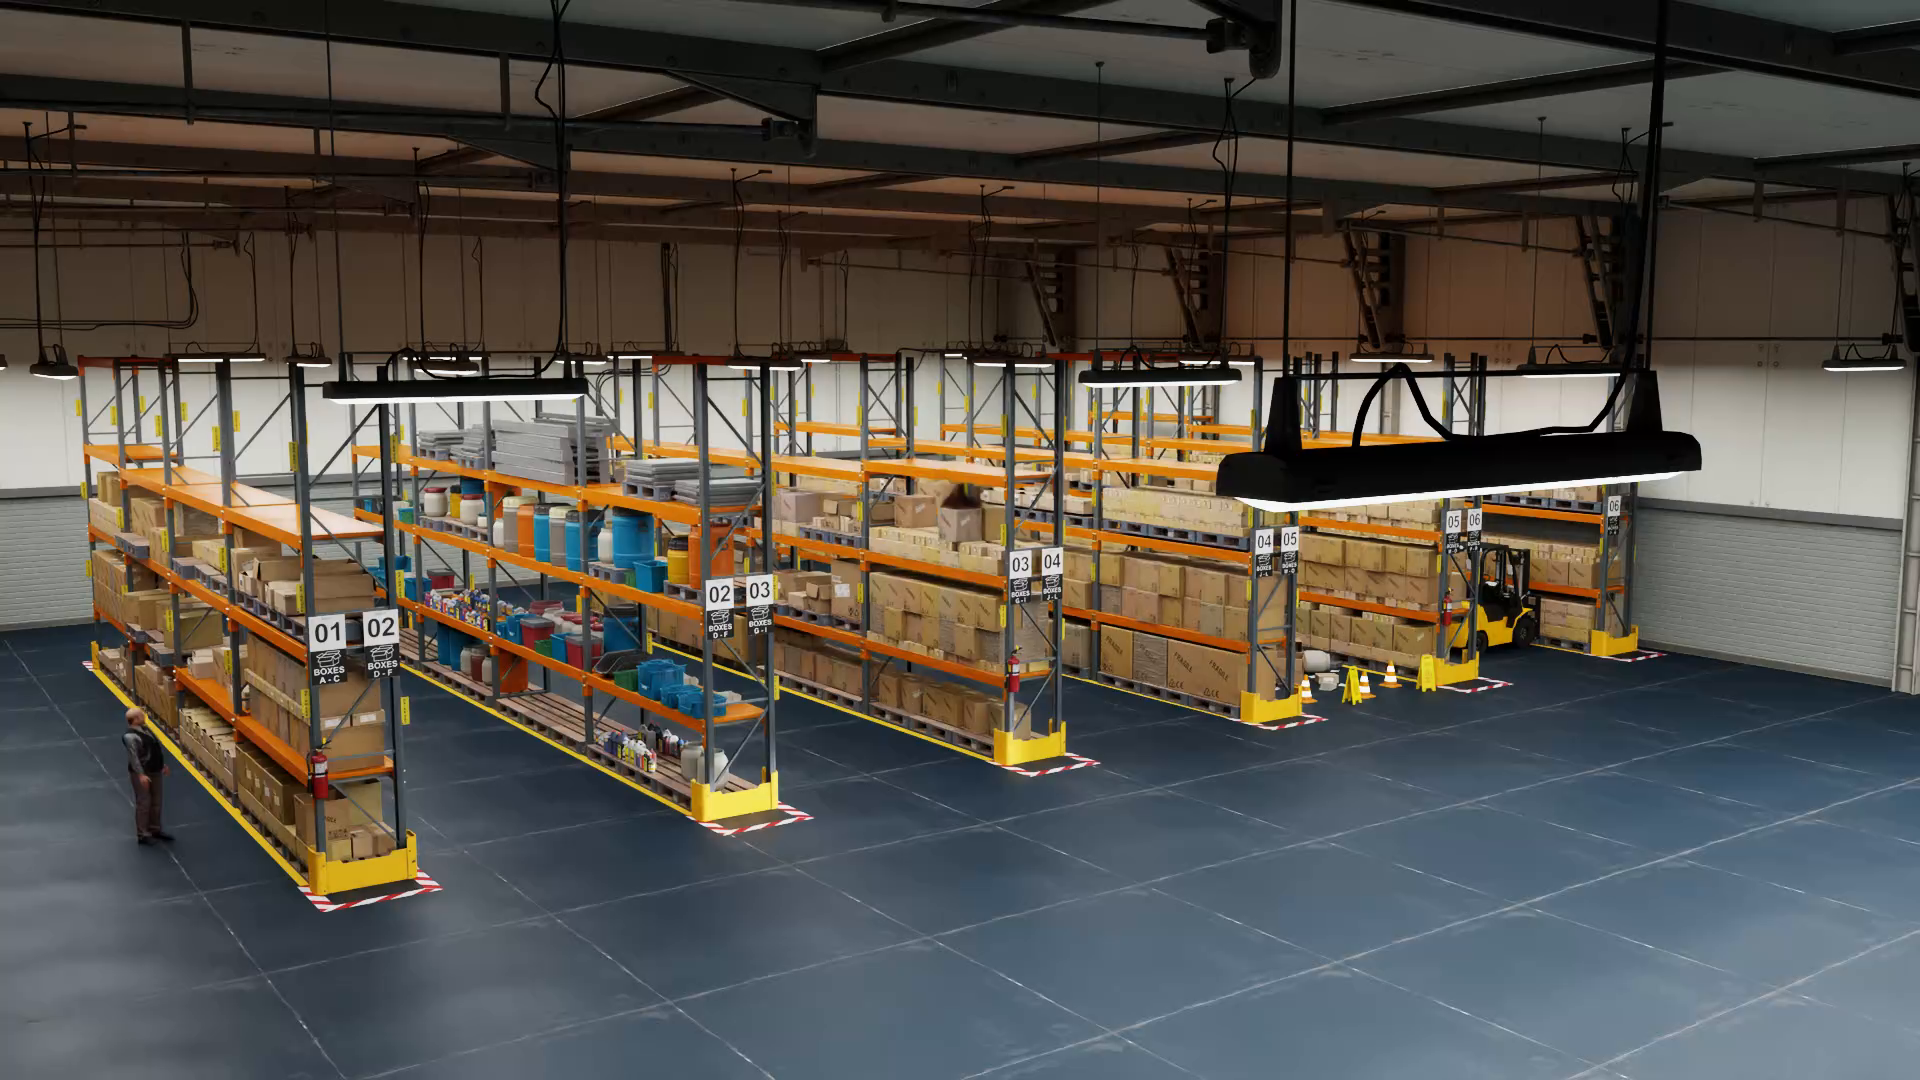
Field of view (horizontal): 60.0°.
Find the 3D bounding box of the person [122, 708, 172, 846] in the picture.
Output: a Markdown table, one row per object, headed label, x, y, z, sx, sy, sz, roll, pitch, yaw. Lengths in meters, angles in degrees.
| label | x | y | z | sx | sy | sz | roll | pitch | yaw |
| --- | --- | --- | --- | --- | --- | --- | --- | --- | --- |
| person | -10.257 | 2.963 | 20.994 | 0.485 | 1.741 | 0.576 | 1 | 7 | 9 |
